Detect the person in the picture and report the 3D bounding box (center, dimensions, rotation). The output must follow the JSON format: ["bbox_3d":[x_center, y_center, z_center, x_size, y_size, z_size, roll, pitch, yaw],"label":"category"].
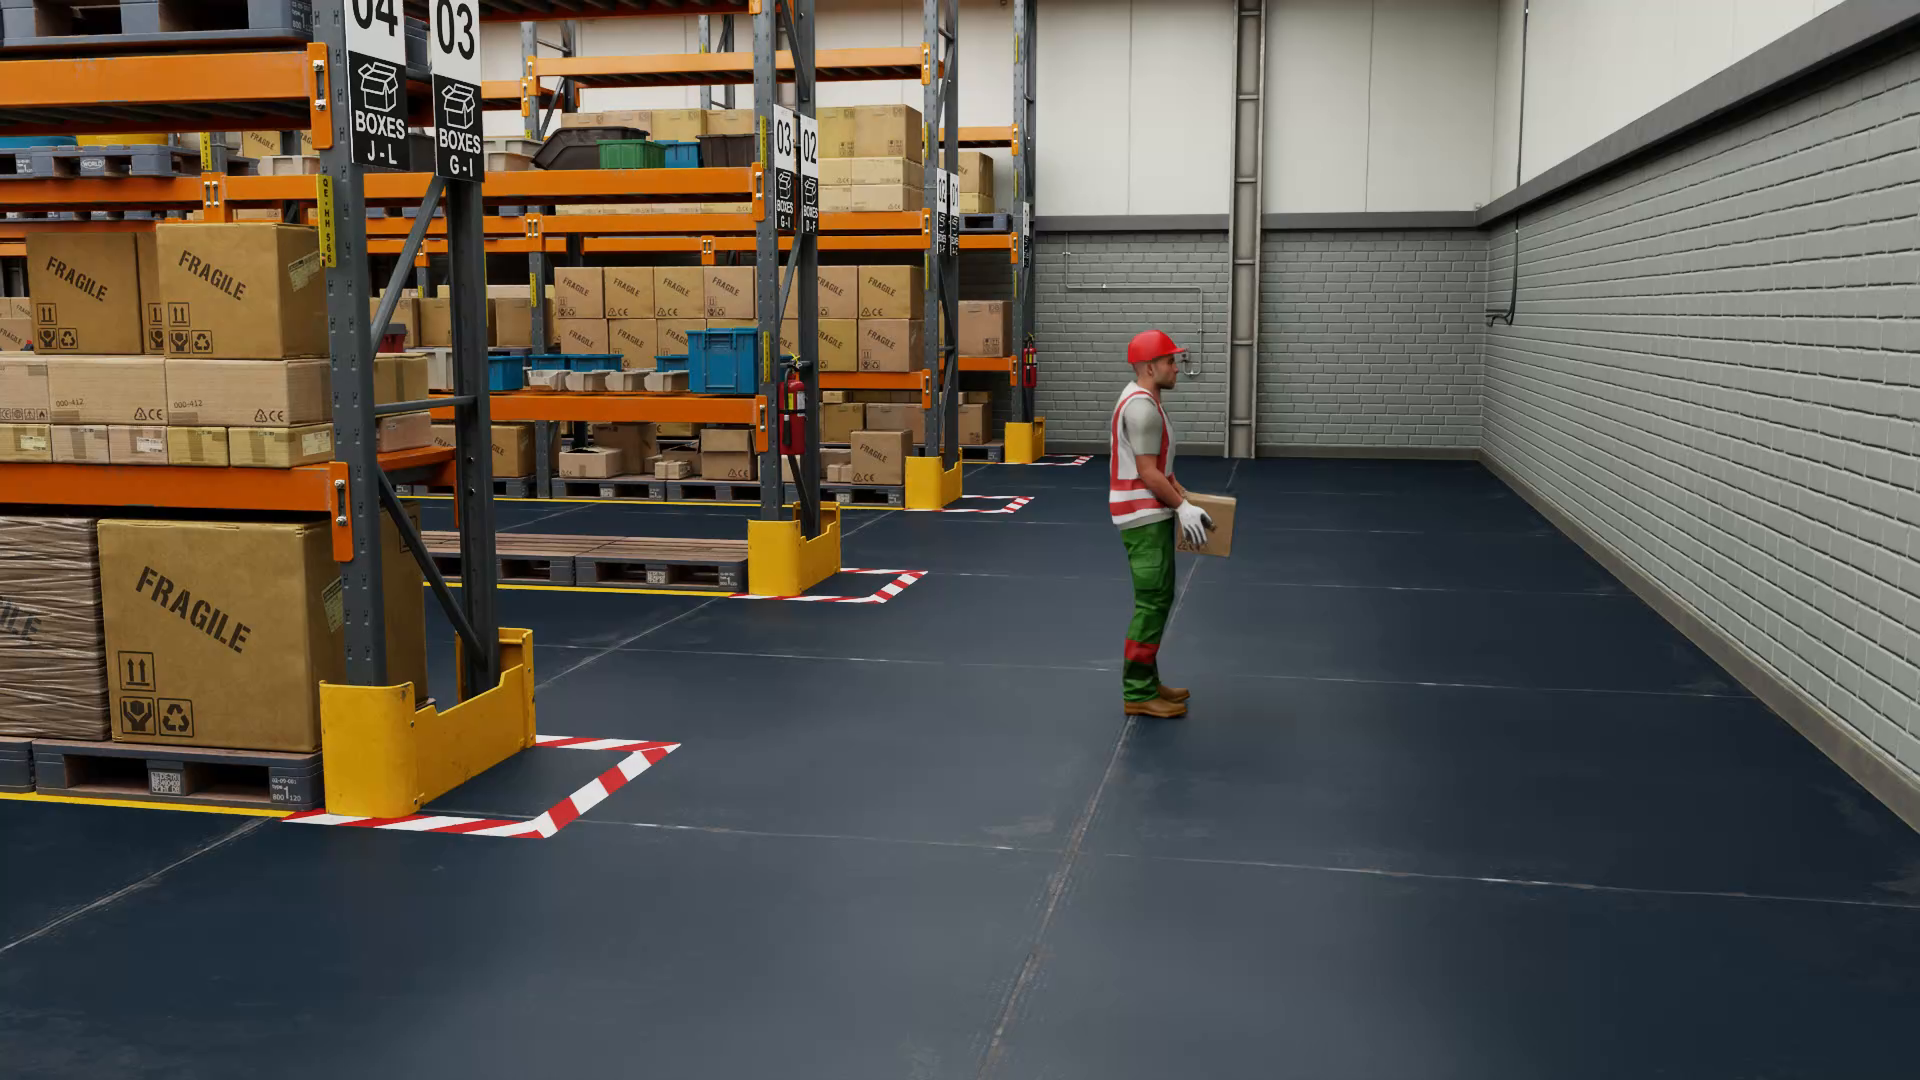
[{"bbox_3d":[0.947,-0.087,7.836,0.486,1.793,0.531,1,8,10],"label":"person"}]
